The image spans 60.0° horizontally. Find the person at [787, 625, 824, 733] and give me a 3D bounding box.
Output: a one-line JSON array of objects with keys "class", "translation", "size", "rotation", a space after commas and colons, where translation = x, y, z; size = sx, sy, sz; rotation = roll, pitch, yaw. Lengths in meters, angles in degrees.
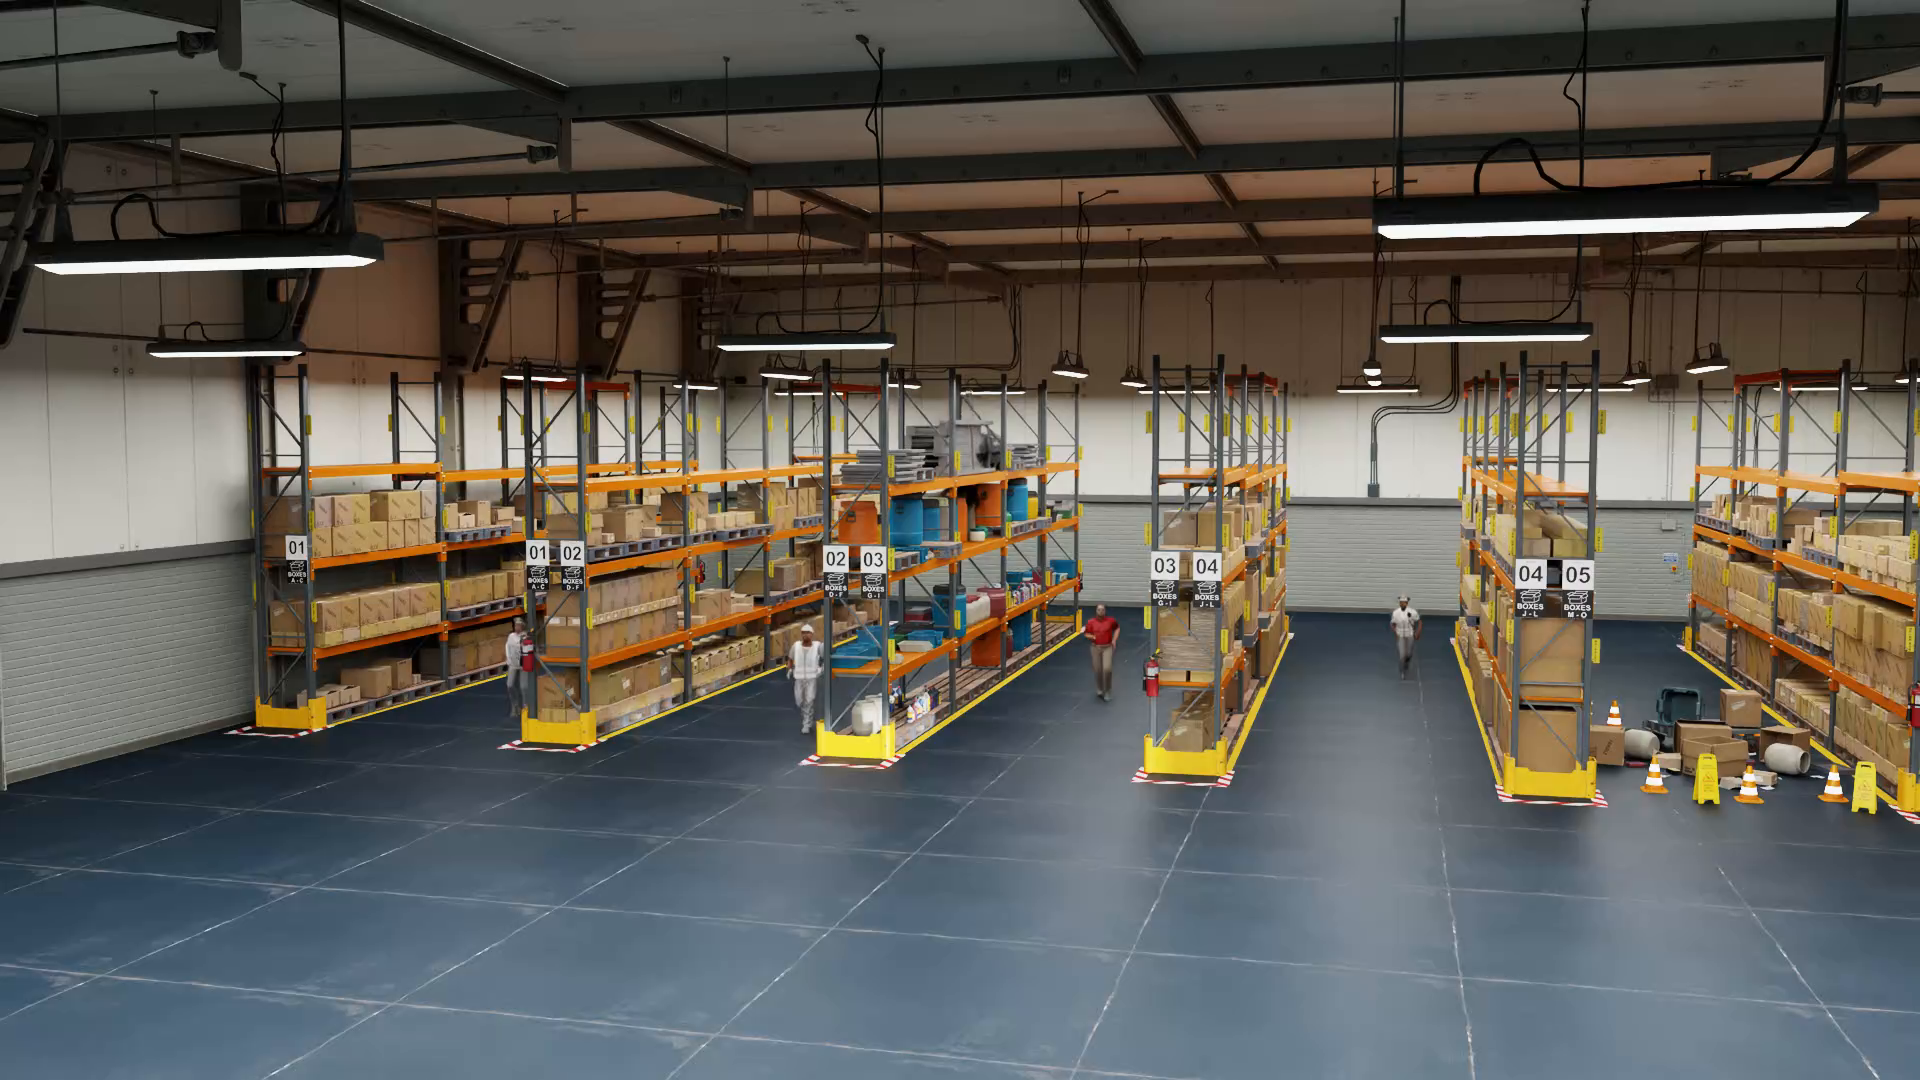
[{"class": "person", "translation": [-2.492, 2.257, 27.262], "size": [0.683, 1.743, 0.689], "rotation": [0, 4, 5]}]

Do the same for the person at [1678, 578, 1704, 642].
[{"class": "person", "translation": [16.962, 1.590, 38.174], "size": [0.832, 1.595, 0.558], "rotation": [2, 4, 23]}]

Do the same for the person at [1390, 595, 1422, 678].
[{"class": "person", "translation": [8.829, 1.912, 32.973], "size": [0.602, 1.667, 0.627], "rotation": [1, 4, 20]}]

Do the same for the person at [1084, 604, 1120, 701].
[{"class": "person", "translation": [2.589, 2.064, 30.423], "size": [0.638, 1.786, 0.767], "rotation": [1, 4, 9]}]

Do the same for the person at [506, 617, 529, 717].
[{"class": "person", "translation": [-7.612, 2.202, 28.708], "size": [0.603, 1.751, 0.629], "rotation": [0, 4, 7]}]
